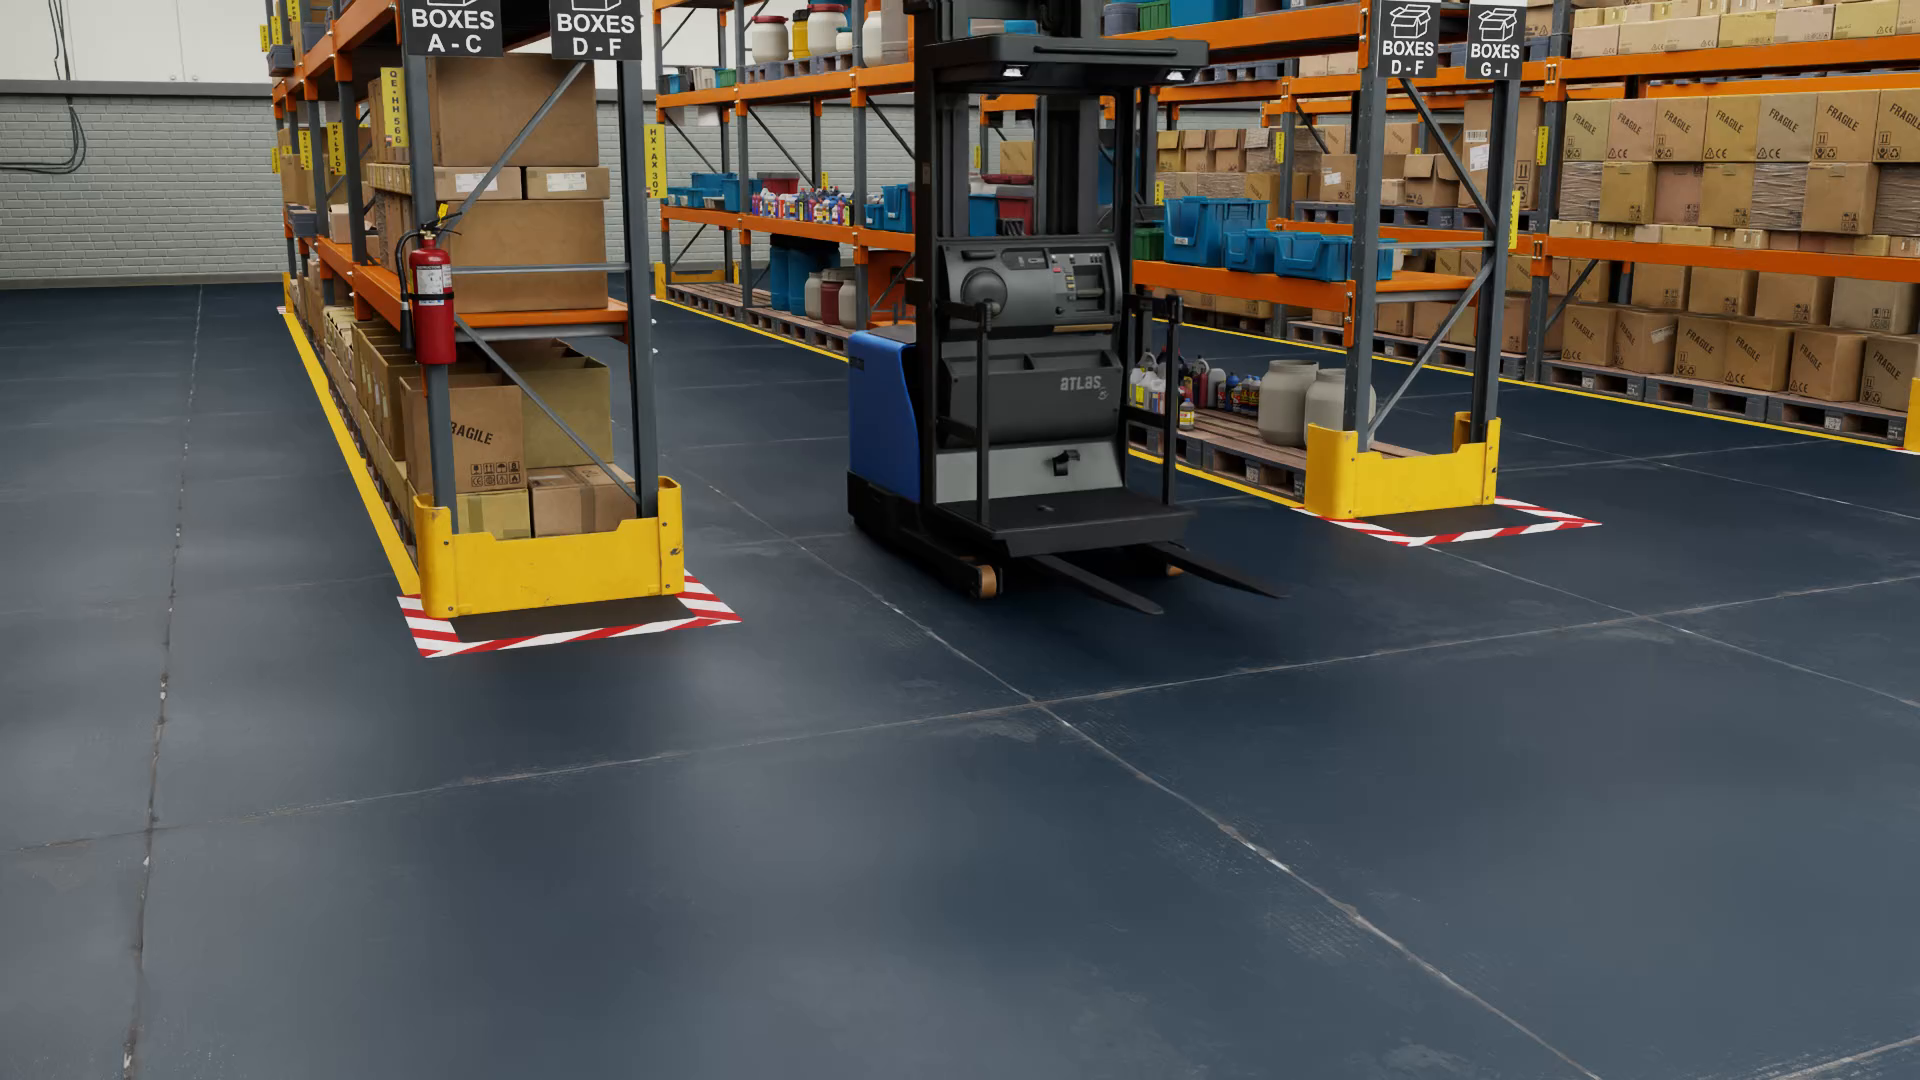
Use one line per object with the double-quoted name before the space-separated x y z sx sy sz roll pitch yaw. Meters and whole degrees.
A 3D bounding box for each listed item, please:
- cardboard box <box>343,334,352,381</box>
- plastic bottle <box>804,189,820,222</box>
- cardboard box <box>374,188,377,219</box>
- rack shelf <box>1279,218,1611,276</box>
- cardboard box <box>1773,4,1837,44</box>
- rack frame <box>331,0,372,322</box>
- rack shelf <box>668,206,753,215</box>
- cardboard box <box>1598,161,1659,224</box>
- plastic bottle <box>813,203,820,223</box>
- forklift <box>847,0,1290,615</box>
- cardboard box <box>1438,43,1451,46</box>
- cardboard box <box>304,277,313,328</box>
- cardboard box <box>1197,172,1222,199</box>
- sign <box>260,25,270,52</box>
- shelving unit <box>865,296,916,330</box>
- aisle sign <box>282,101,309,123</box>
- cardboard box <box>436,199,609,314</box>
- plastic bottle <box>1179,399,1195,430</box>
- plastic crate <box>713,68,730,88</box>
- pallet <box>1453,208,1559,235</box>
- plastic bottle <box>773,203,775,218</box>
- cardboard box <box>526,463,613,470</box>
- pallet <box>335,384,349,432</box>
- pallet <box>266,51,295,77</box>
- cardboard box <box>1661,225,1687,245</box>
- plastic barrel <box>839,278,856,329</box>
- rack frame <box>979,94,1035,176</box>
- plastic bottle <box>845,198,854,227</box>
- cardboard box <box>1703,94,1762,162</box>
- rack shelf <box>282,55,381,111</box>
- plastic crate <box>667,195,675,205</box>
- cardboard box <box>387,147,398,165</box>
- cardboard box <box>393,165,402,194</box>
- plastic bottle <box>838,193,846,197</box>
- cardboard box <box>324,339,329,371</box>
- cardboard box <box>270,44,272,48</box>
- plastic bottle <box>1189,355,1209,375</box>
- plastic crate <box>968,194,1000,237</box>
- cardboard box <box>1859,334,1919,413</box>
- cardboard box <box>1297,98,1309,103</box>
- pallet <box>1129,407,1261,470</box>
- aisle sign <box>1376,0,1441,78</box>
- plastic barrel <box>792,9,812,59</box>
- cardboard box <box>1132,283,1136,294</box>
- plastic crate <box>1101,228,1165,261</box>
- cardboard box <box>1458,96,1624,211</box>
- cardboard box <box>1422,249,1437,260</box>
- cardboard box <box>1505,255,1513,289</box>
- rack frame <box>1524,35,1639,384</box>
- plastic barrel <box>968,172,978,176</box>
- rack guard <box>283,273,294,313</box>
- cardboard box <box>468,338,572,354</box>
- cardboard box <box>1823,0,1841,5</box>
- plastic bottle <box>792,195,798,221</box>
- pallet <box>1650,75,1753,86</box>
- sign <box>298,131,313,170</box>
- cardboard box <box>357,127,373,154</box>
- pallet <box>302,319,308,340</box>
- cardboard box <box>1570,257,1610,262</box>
"cardboard box" -4.132 -1.332 11.894 0.500 0.311 0.500 -5 14 -21
"plastic bottle" -1.592 -3.596 17.862 0.144 0.351 0.185 -6 14 -23
"cardboard box" -3.997 -2.346 12.134 0.500 0.500 0.500 -5 14 -19
"rack shelf" 4.784 -2.986 16.712 1.077 0.370 4.000 -6 14 -23
"cardboard box" 6.361 -3.771 12.191 0.500 0.250 0.500 -5 14 -22
"rack frame" -3.493 -2.029 10.983 1.000 3.000 0.127 -6 14 -23
"rack shelf" -2.959 -4.286 21.899 0.919 0.124 3.809 -6 14 -23
"cardboard box" 5.877 -2.911 13.915 0.875 0.500 0.500 -6 14 -23
"plastic bottle" -1.503 -3.464 17.625 0.097 0.201 0.097 0 13 0
"forklift" 0.663 -2.137 9.898 3.360 3.703 6.917 -6 14 -24
"cardboard box" 4.742 -4.853 16.121 0.380 0.166 0.250 -6 14 -25
"cardboard box" -6.727 -2.556 17.830 0.500 0.500 0.500 -6 14 -26
"cardboard box" 3.153 -4.088 19.659 0.500 0.500 0.500 -6 14 -25
"sign" -8.797 -6.346 21.047 0.100 0.325 0.005 -6 14 -23
"shelving unit" -0.340 -0.785 9.579 0.258 1.200 0.503 -5 13 -21
"aisle sign" -8.596 -5.762 21.348 0.394 0.787 0.004 -6 14 -23
"cardboard box" -2.066 -1.349 7.823 0.700 0.500 0.500 -6 14 -23
"plastic bottle" 1.512 -0.840 11.077 0.097 0.201 0.097 0 13 0
"plastic crate" -2.815 -5.667 20.423 0.416 0.233 0.300 -6 14 -23
"pallet" 5.412 -3.000 15.607 1.003 0.211 1.213 -6 14 -23
"plastic bottle" -2.075 -3.759 18.900 0.097 0.201 0.097 0 13 0
"cardboard box" -2.106 -0.301 8.686 0.500 0.250 0.500 -6 14 -23
"pallet" -4.317 -1.071 13.031 1.003 0.211 1.213 -6 14 -23
"pallet" -6.501 -4.910 17.198 1.213 0.211 1.003 -6 14 -23
"cardboard box" 5.919 -2.473 13.459 0.380 0.149 0.250 -6 14 -23
"plastic barrel" -1.075 -2.502 17.616 0.421 0.512 0.421 0 13 0
"rack frame" 0.778 -5.402 25.558 1.000 3.000 0.127 -6 14 -23
"plastic bottle" -1.108 -3.290 16.691 0.061 0.283 0.133 -6 14 -23
"cardboard box" 6.144 -3.179 12.853 0.500 0.500 0.500 -6 14 -23
"rack shelf" 11.884 -5.254 6.171 26.082 6.545 35.578 -6 14 -23
"plastic crate" -3.910 -4.701 22.980 0.250 0.136 0.298 -6 14 -23
"cardboard box" -2.906 -2.411 9.534 0.700 0.500 0.500 -6 14 -23
"cardboard box" -2.842 -1.949 8.979 0.380 0.149 0.250 -6 14 -24
"plastic bottle" -1.355 -3.836 19.066 0.152 0.276 0.135 -6 14 -23
"cardboard box" -5.155 -1.585 14.234 0.500 0.250 0.500 -6 14 -23
"cardboard box" -8.139 -5.906 20.308 0.500 0.250 0.500 -6 14 -23
"plastic bottle" 1.775 -1.186 12.240 0.144 0.351 0.185 -6 14 -23
"plastic crate" 0.320 -2.667 13.778 0.392 0.384 0.575 -6 14 -23
"cardboard box" 6.953 -1.214 12.074 0.500 0.500 0.500 -3 13 -13
"cardboard box" 5.516 -6.992 26.110 0.500 0.250 0.500 -5 14 -21
"pallet" 1.770 -0.722 11.521 1.003 0.211 1.213 -6 14 -23
"aisle sign" 2.406 -2.874 8.869 0.394 0.787 0.004 -6 14 -23
"plastic barrel" -1.606 -5.716 18.912 0.600 0.588 0.600 0 13 0
"cardboard box" 2.655 -3.615 21.616 1.225 0.875 0.875 -6 14 -23
"plastic crate" 1.332 -2.066 11.615 0.450 0.188 0.662 -6 14 -23
"cardboard box" 5.395 -3.596 15.495 1.000 1.000 1.000 -6 14 -23
"cardboard box" 7.017 -4.198 24.428 0.380 0.149 0.250 -5 14 -21
"cardboard box" 7.454 -3.597 22.370 0.500 0.500 0.500 -5 14 -22
"rack frame" 5.585 -2.923 14.846 1.000 3.000 0.127 -6 14 -23
"plastic barrel" -0.092 -3.300 16.172 0.600 0.536 0.708 -6 14 -23
"rack guard" -8.270 -3.274 21.909 1.175 0.500 0.348 -6 14 -23
"cardboard box" -2.500 -0.874 9.496 0.500 0.500 0.500 -6 14 -23
"cardboard box" 6.476 -3.931 11.999 0.380 0.149 0.250 -5 14 -22
"plastic bottle" -1.797 -3.650 18.272 0.097 0.271 0.097 0 13 0
"pallet" 8.874 -5.417 19.391 1.213 0.211 1.003 -5 14 -20
"sign" -5.589 -3.330 14.212 0.100 0.325 0.005 -6 14 -23
"cardboard box" -6.629 -4.340 18.531 0.500 0.500 0.500 -5 14 -21
"pallet" -6.972 -2.465 19.052 1.003 0.211 1.213 -6 14 -23
"cardboard box" 8.054 -3.646 20.920 0.500 0.250 0.500 -6 14 -24
